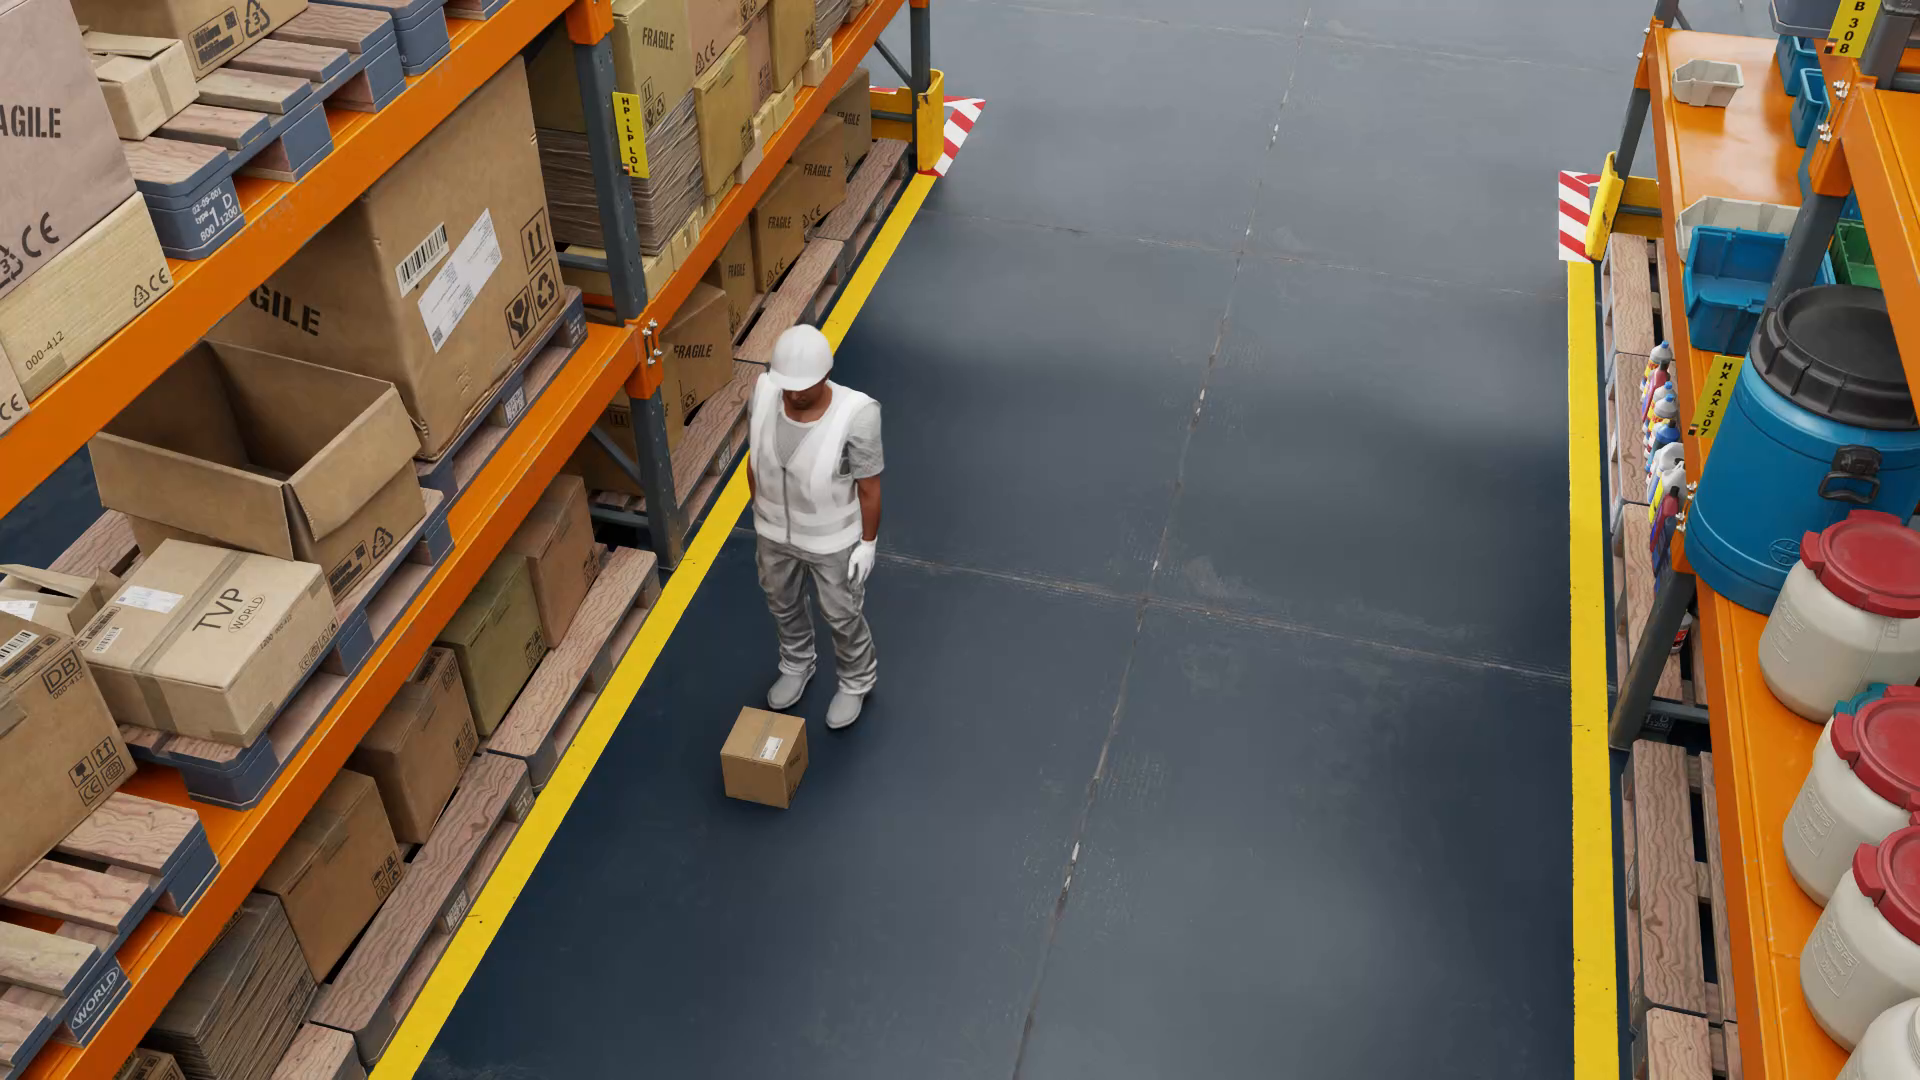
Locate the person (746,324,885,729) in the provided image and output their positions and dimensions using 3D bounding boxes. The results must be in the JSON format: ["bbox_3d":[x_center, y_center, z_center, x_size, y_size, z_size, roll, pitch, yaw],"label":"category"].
[{"bbox_3d":[-0.540,-0.042,6.195,0.548,1.776,0.359,16,43,18],"label":"person"}]
